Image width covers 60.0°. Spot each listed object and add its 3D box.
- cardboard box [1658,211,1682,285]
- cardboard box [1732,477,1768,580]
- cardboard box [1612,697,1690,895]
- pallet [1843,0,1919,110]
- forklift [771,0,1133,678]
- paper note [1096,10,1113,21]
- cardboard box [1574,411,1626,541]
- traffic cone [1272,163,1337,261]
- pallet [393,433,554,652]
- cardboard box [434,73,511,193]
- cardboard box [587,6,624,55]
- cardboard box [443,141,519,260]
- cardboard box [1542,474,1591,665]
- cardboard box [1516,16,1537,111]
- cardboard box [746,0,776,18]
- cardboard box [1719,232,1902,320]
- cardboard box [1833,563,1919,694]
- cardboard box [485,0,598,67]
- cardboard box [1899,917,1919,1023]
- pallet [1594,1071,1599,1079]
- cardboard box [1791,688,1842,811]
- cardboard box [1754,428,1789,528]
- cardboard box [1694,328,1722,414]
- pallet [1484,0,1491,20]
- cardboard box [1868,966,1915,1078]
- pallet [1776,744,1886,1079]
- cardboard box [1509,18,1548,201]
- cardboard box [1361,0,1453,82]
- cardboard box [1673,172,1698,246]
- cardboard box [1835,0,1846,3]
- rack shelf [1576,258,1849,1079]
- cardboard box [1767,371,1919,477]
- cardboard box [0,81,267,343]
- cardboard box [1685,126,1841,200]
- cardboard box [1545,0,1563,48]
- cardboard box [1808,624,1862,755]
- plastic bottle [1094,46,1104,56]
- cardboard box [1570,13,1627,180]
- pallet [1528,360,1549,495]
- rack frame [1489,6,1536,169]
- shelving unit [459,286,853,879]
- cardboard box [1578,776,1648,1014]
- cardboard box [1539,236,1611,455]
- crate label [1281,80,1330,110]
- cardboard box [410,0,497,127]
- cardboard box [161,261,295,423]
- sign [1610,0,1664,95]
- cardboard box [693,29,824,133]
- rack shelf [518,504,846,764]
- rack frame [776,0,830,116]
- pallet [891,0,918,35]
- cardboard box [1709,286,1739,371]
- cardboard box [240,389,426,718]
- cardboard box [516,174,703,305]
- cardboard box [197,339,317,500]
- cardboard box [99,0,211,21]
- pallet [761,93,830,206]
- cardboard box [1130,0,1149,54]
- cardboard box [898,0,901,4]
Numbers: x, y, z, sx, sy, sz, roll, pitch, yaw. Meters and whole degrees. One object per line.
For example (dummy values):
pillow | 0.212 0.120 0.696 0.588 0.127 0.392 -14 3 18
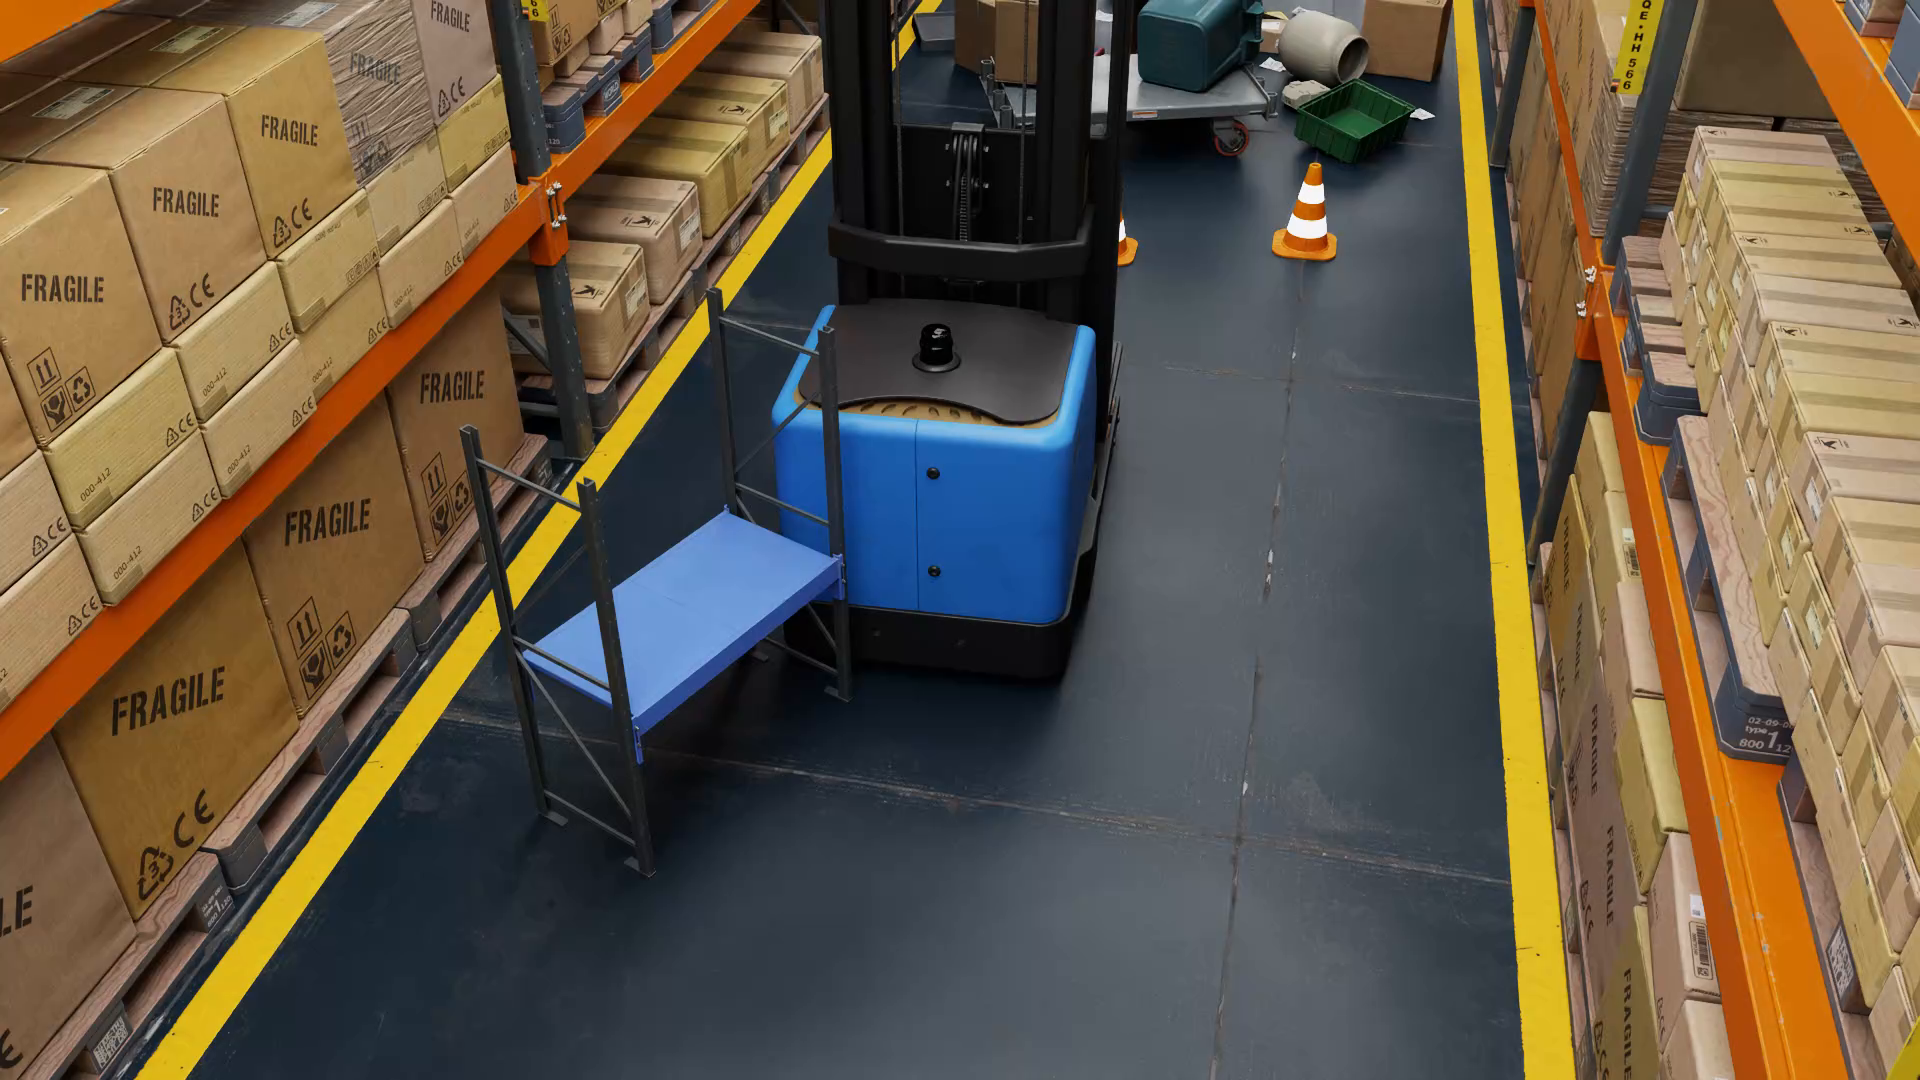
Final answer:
cardboard box | 2.464 -0.918 5.317 0.380 0.149 0.250 7 36 9
cardboard box | 2.126 -0.009 4.062 0.380 0.149 0.250 6 36 8
cardboard box | 2.036 0.694 4.369 0.500 0.250 0.500 6 36 8
pallet | 2.357 -0.862 2.987 1.213 0.211 1.003 7 37 10
forklift | 0.105 -1.551 6.393 1.130 2.935 3.031 6 36 8
paper note | 1.023 -3.763 11.926 0.148 0.019 0.142 20 41 26
cardboard box | 2.373 -0.177 5.572 0.500 0.250 0.500 6 36 8
traffic cone | 1.849 -1.767 8.794 0.336 0.463 0.334 7 37 10
pallet | -2.343 -0.072 6.669 1.003 0.211 1.213 7 37 10
cardboard box | -1.956 -1.476 5.932 0.500 0.250 0.500 7 37 10
cardboard box | -1.653 -2.184 7.063 0.380 0.149 0.250 5 36 7
cardboard box | -1.955 -1.260 6.061 0.500 0.250 0.500 6 36 8
cardboard box | 2.356 0.135 5.780 0.500 0.500 0.500 6 36 8
cardboard box | 3.814 -3.036 9.835 0.875 0.875 0.875 8 37 11
cardboard box | -1.382 -3.670 10.604 0.500 0.500 0.500 7 36 9
cardboard box | 2.300 -0.703 4.513 0.380 0.149 0.250 6 36 8
cardboard box | 1.967 0.196 3.273 0.380 0.149 0.250 7 37 10
cardboard box | -1.779 -2.203 6.537 0.500 0.500 0.500 6 36 9
cardboard box | 1.794 0.771 2.733 0.380 0.149 0.250 8 37 11
pallet | 2.067 1.895 3.956 1.003 0.211 1.213 7 37 10
cardboard box | 1.957 0.456 3.421 0.380 0.149 0.250 6 36 8
cardboard box | 2.130 -0.124 3.968 0.380 0.149 0.250 9 37 12
cardboard box | 2.293 -0.455 4.677 0.380 0.149 0.250 9 37 12
pallet | 4.371 -4.070 12.186 1.003 0.211 1.213 7 37 10
cardboard box | 1.793 0.892 2.820 0.380 0.149 0.250 7 36 9
pallet | 2.207 0.870 3.157 1.003 0.211 1.213 7 37 10
cardboard box | 3.566 -2.266 8.880 1.050 0.750 0.750 7 37 10
cardboard box | 2.940 -3.382 10.988 0.500 0.500 0.500 14 38 18
cardboard box | 2.457 -1.018 5.201 0.380 0.149 0.250 9 37 12
cardboard box | 2.173 -1.467 3.577 0.500 0.500 0.500 7 37 10
rack shelf | 2.329 0.357 4.314 1.077 0.370 4.000 7 37 10
cardboard box | 2.132 -0.253 3.893 0.380 0.149 0.250 7 36 9
cardboard box | -2.285 -0.891 4.486 0.500 0.500 0.500 7 36 9
cardboard box | 2.468 -1.147 5.126 0.380 0.149 0.250 7 37 10
cardboard box | 3.019 -2.571 7.656 0.500 0.500 0.500 7 37 10
cardboard box | 1.959 0.320 3.355 0.380 0.149 0.250 6 36 8
plastic bottle | 0.861 -3.252 11.184 0.133 0.061 0.283 14 38 18
cardboard box | 2.698 -1.699 6.453 0.500 0.500 0.500 7 37 10
pallet | 2.998 -0.394 7.114 1.003 0.211 1.213 7 37 10
rack frame | 3.611 -3.374 8.849 1.000 3.000 0.127 7 37 10
shelving unit | -0.888 0.130 5.292 0.538 1.500 1.048 22 41 28
cardboard box | 2.038 1.011 4.571 0.500 0.500 0.500 7 36 9
cardboard box | 2.974 -0.678 6.688 1.050 0.750 0.750 7 36 9
crate label | 2.188 -2.799 10.495 0.298 0.136 0.250 -17 39 -22
cardboard box | -1.956 -1.760 5.684 0.500 0.500 0.500 6 36 9
cardboard box | -2.262 -0.587 4.706 0.500 0.250 0.500 6 36 9
sign | 2.214 -1.617 5.439 0.100 0.325 0.005 7 37 10
cardboard box | -1.356 -2.742 9.858 0.950 0.372 0.625 8 37 11
rack shelf | -0.888 0.276 5.398 0.538 0.185 1.000 22 41 28
rack frame | -1.247 -3.937 9.626 1.000 3.000 0.127 7 37 10
pallet | -0.879 -3.899 11.949 1.003 0.211 1.213 7 37 10
cardboard box | 2.294 -0.564 4.575 0.380 0.149 0.250 7 37 10
cardboard box | -2.524 -0.057 5.725 0.875 0.875 0.875 8 37 11
cardboard box | -1.821 -1.496 8.140 0.950 0.372 0.625 7 36 9
cardboard box | -2.254 -0.383 4.850 0.500 0.250 0.500 7 36 9
cardboard box | -2.542 -1.551 5.397 0.500 0.500 0.500 7 37 10
pallet | -1.411 -2.361 9.828 1.003 0.211 1.213 7 37 10
cardboard box | 1.514 -3.412 10.914 0.797 0.637 0.503 7 37 10
cardboard box | -0.643 -3.910 11.573 0.500 0.250 0.500 7 36 9
